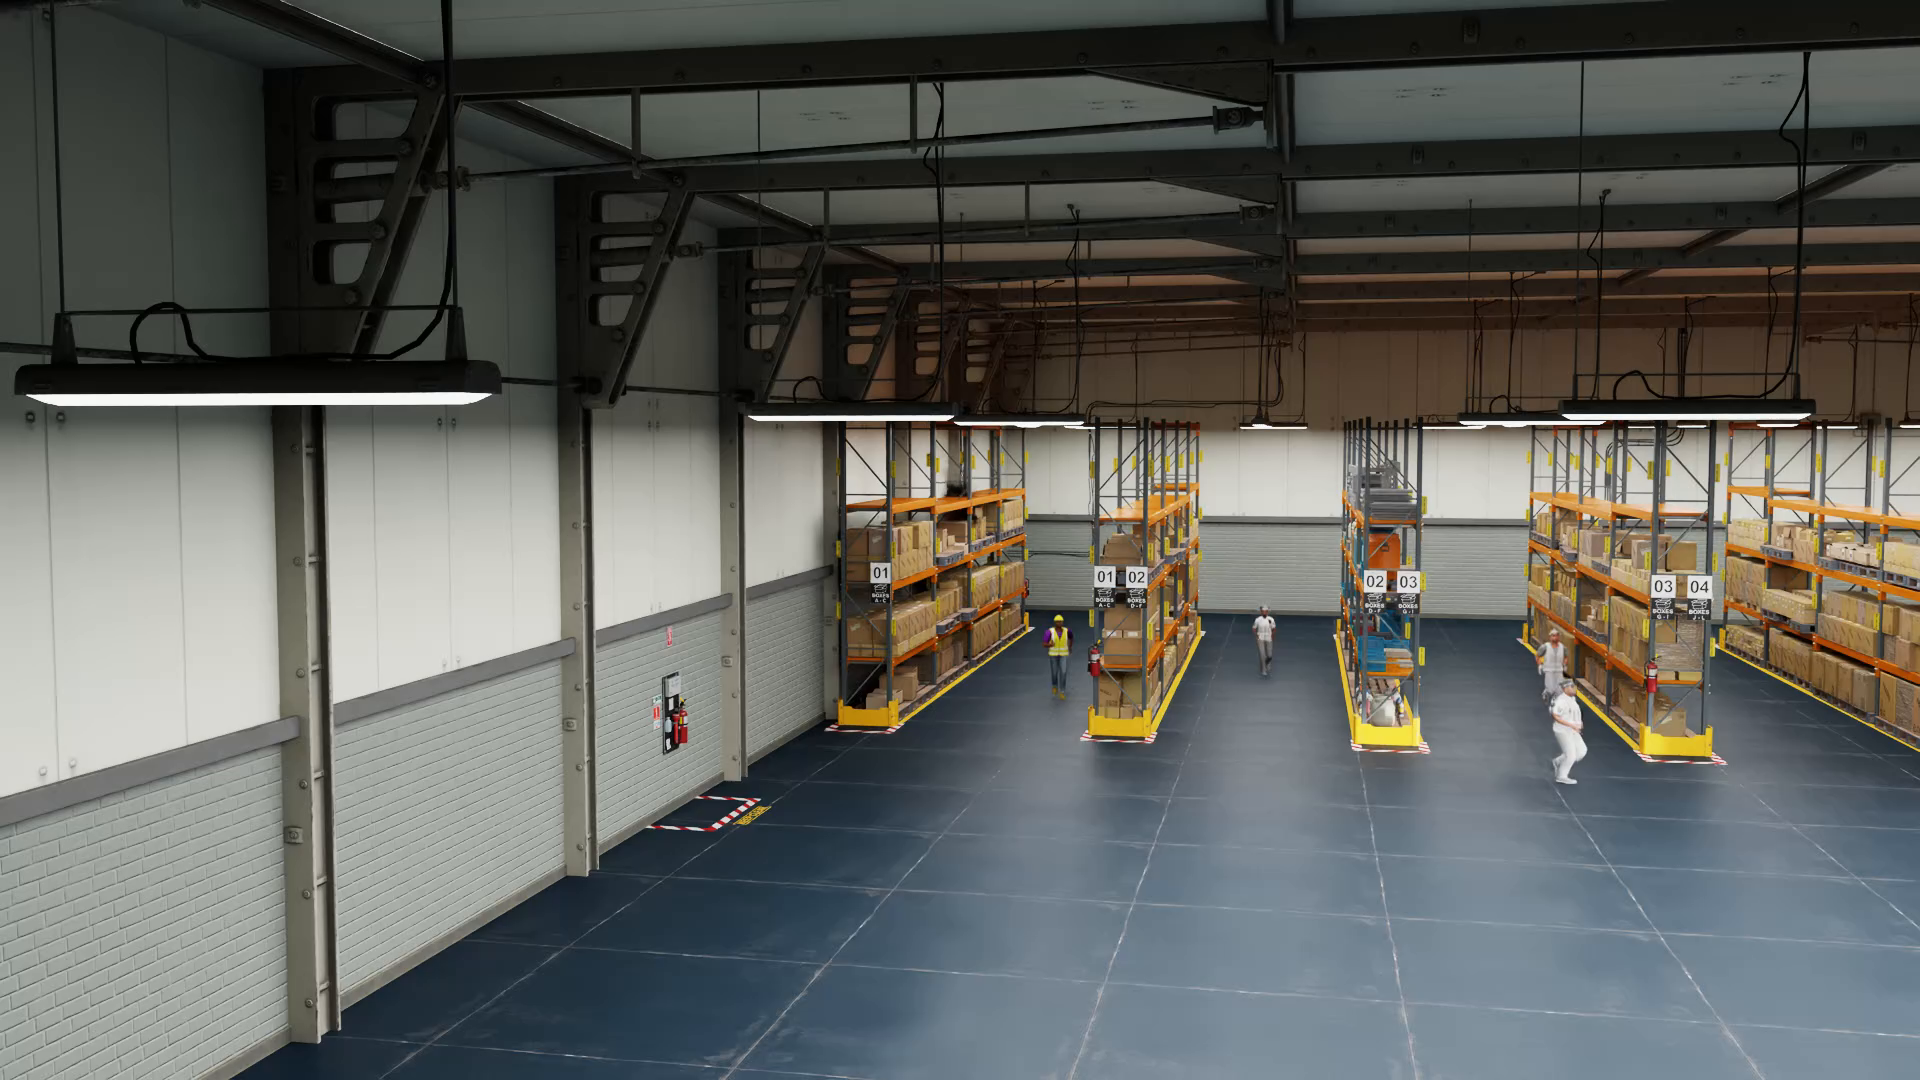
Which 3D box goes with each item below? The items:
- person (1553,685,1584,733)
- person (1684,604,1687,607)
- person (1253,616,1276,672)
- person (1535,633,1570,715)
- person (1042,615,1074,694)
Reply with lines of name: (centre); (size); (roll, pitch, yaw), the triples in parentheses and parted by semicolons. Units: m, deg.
person: (9.931, 2.708, 26.987); (0.489, 0.844, 0.640); (3, 5, 43)
person: (19.588, 2.008, 44.918); (0.643, 1.692, 0.636); (-2, 4, -27)
person: (7.166, 2.443, 39.220); (0.516, 1.334, 0.469); (0, 4, 4)
person: (12.016, 2.730, 33.698); (0.658, 1.618, 0.519); (0, 4, 5)
person: (2.114, 2.446, 35.713); (0.701, 1.677, 0.775); (0, 4, -2)
